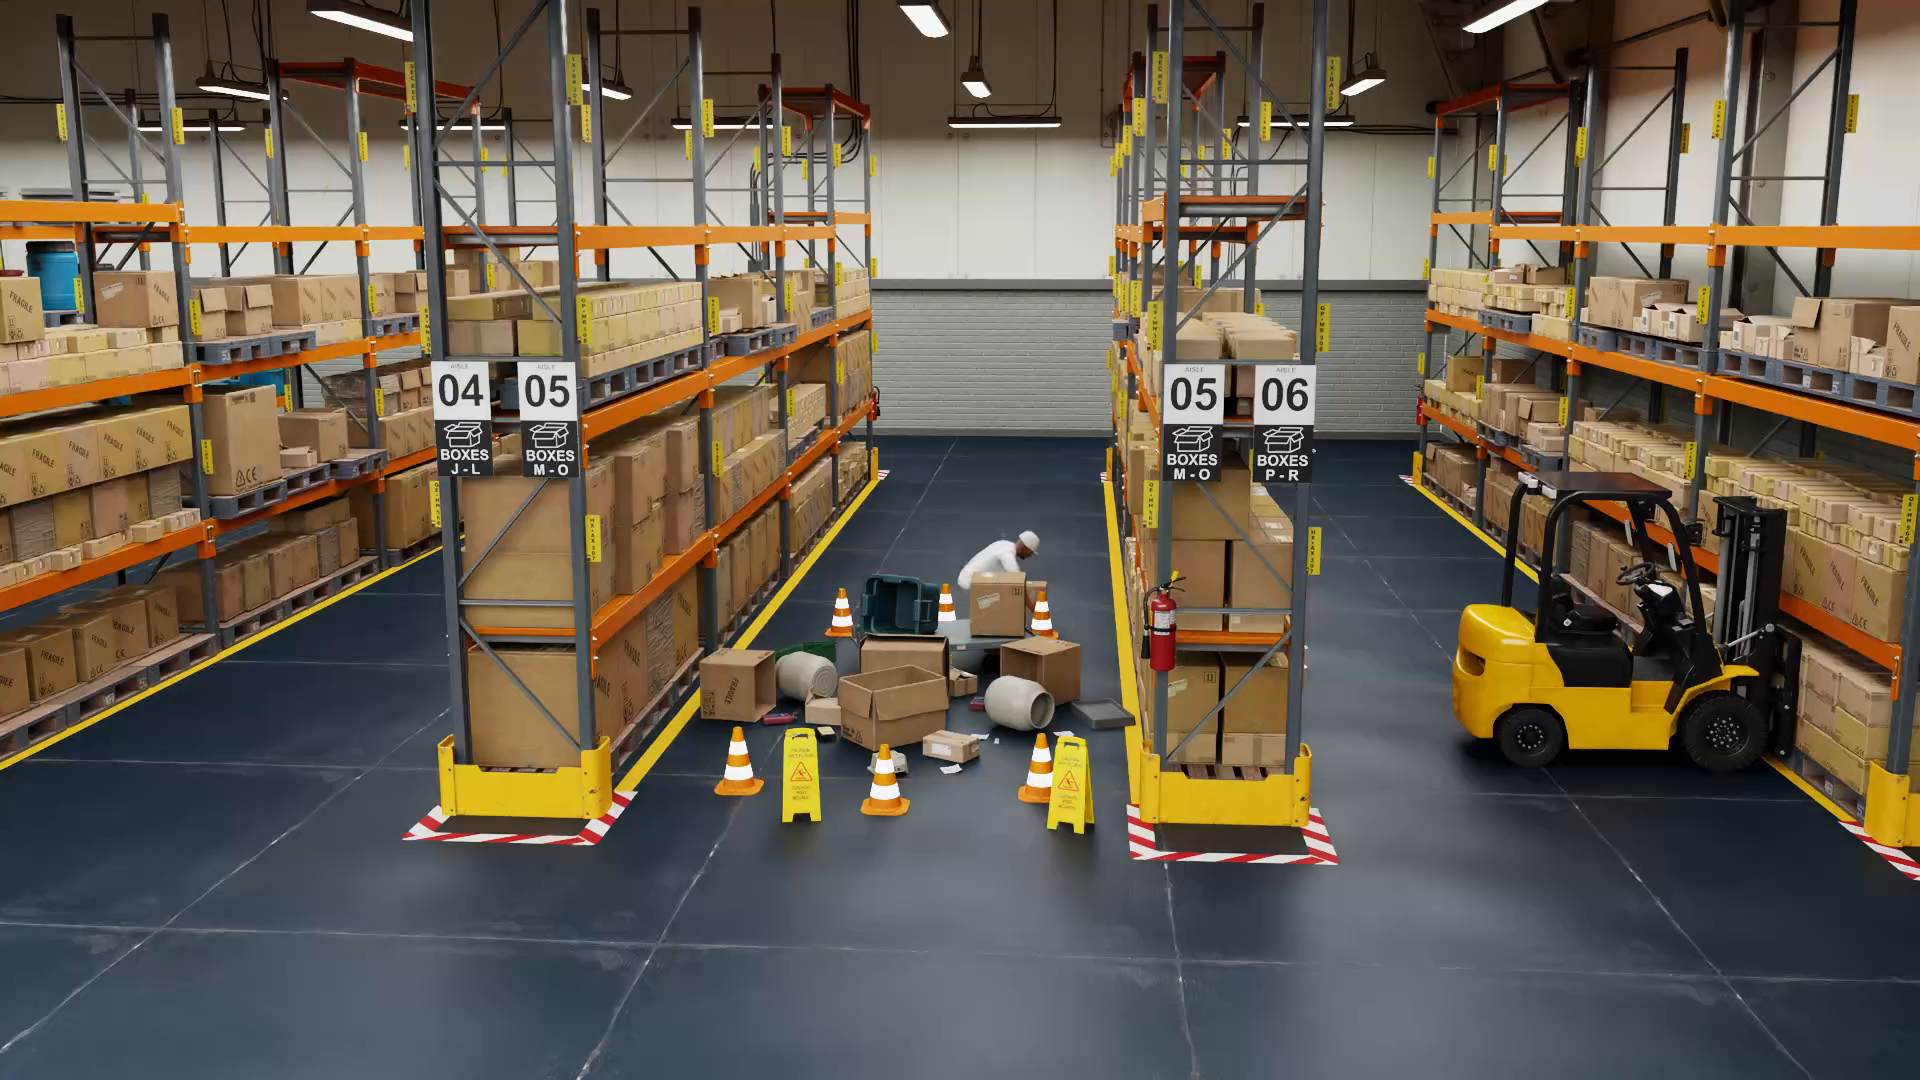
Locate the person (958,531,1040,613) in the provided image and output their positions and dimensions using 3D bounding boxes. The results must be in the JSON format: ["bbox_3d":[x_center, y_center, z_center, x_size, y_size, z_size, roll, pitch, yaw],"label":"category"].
[{"bbox_3d":[0.429,0.402,17.324,0.900,0.997,0.585,1,11,4],"label":"person"}]
